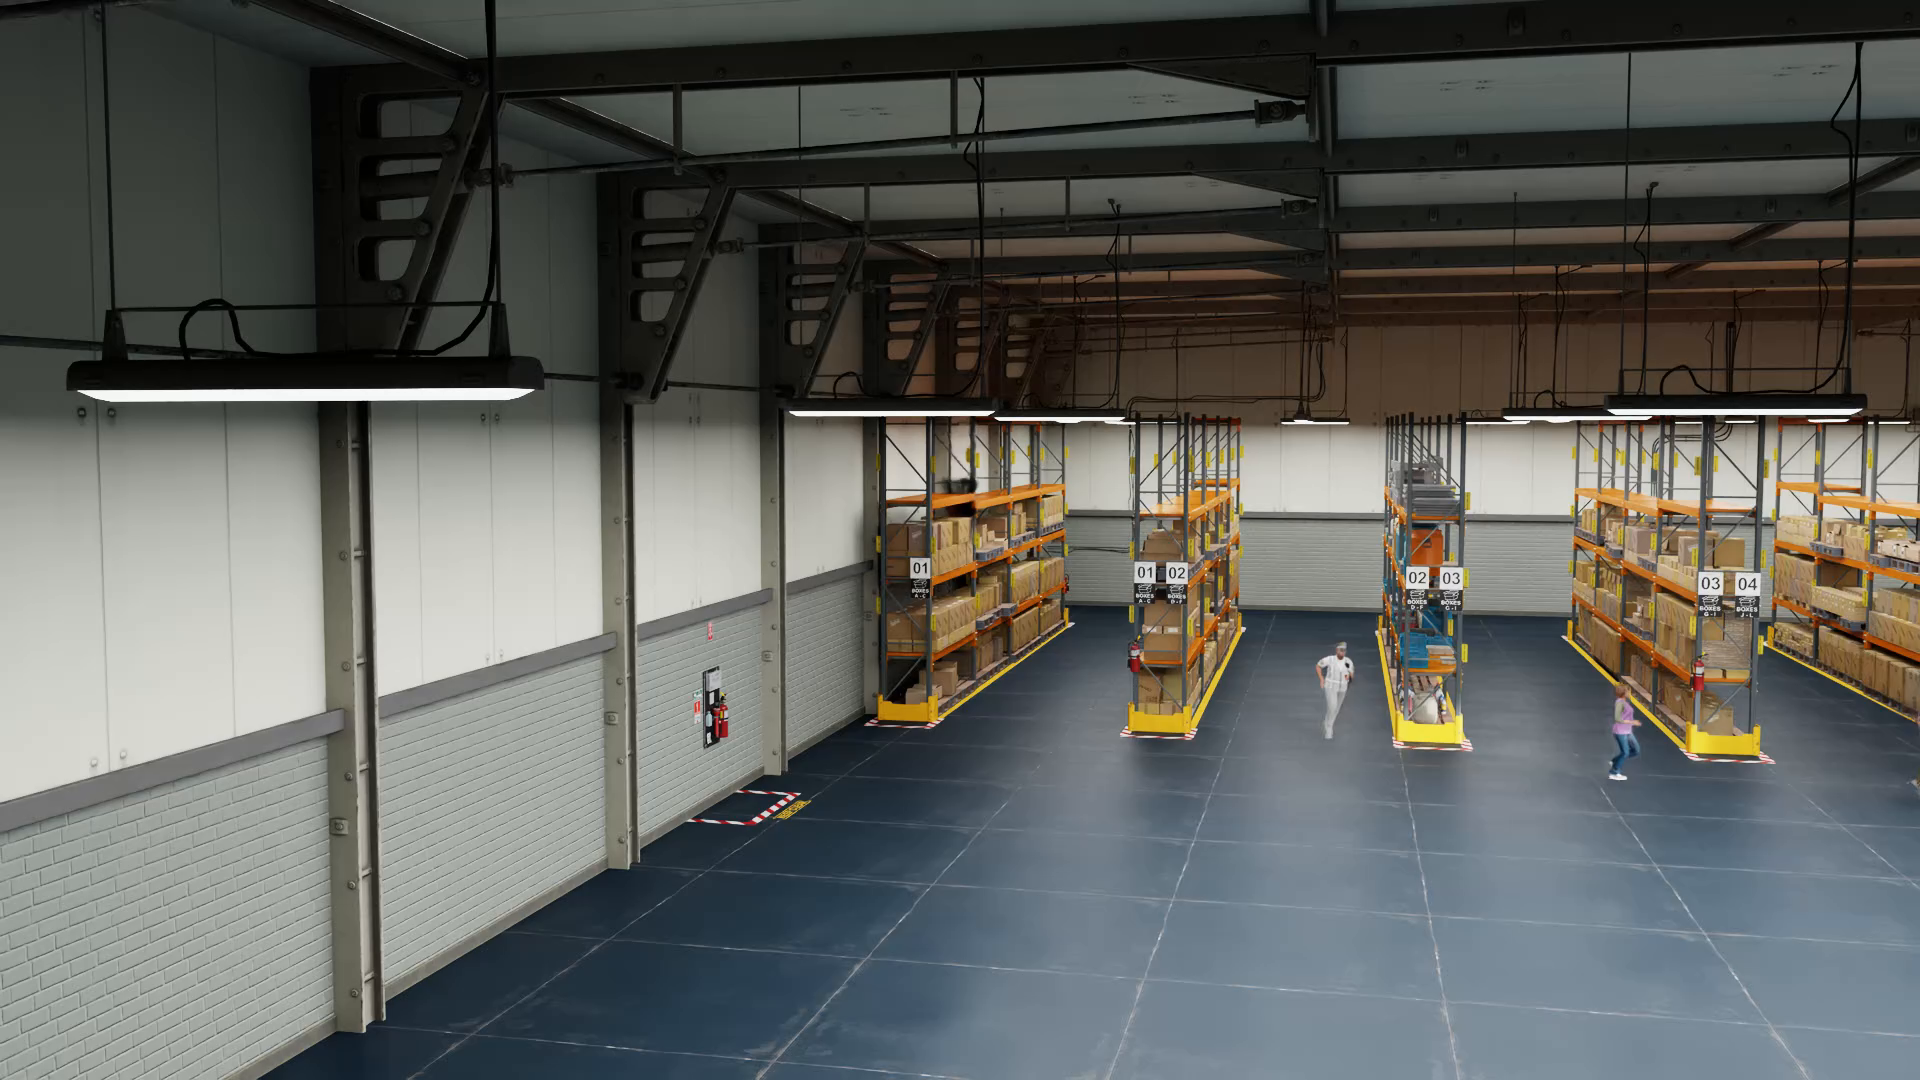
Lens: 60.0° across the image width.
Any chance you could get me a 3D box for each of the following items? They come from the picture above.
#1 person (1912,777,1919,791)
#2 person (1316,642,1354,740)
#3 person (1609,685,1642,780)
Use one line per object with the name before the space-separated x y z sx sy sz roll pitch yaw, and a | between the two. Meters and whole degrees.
person | 14.833 3.127 24.931 0.710 1.754 1.055 -3 5 -41
person | 6.967 2.792 30.820 0.639 1.834 0.774 -1 4 -12
person | 10.781 3.117 26.898 0.534 1.557 0.523 3 5 38
